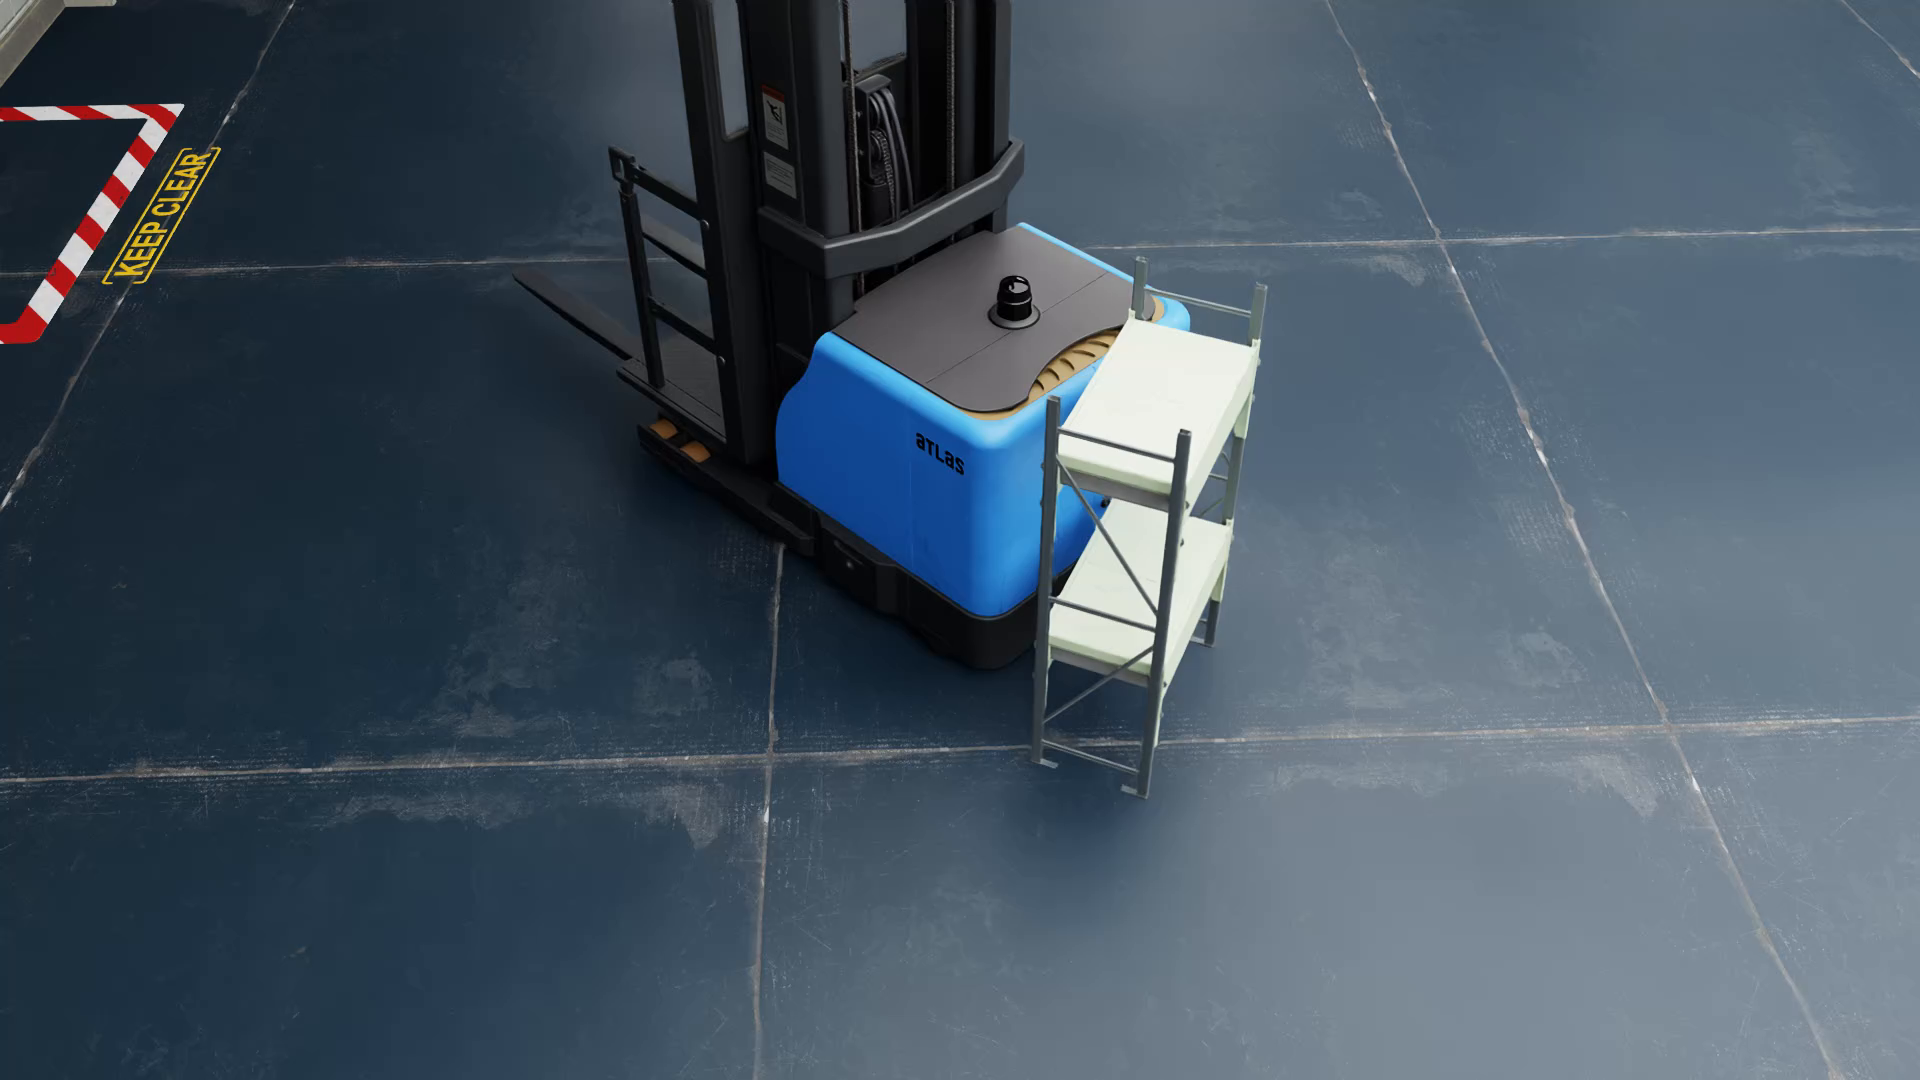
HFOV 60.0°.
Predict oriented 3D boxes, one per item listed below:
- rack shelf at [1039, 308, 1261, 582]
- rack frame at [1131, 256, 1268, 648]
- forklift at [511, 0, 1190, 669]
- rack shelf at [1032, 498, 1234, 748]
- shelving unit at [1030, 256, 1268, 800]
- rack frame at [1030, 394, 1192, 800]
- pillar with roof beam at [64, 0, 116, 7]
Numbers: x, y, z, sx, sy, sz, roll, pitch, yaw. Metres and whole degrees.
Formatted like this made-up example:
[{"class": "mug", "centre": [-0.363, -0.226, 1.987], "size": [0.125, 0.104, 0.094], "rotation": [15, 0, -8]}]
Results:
[{"class": "rack shelf", "centre": [0.564, -0.293, 4.882], "size": [0.431, 0.370, 0.720], "rotation": [16, 45, 17]}, {"class": "rack frame", "centre": [0.708, -0.232, 5.394], "size": [0.400, 1.500, 0.023], "rotation": [16, 45, 17]}, {"class": "forklift", "centre": [-0.624, -1.524, 5.744], "size": [3.031, 2.935, 1.130], "rotation": [33, 52, 31]}, {"class": "rack shelf", "centre": [0.564, 0.235, 5.366], "size": [0.431, 0.370, 0.720], "rotation": [16, 45, 17]}, {"class": "shelving unit", "centre": [0.564, -0.005, 5.146], "size": [0.431, 1.500, 0.755], "rotation": [16, 45, 17]}, {"class": "rack frame", "centre": [0.419, 0.222, 4.898], "size": [0.400, 1.500, 0.023], "rotation": [16, 45, 17]}, {"class": "pillar with roof beam", "centre": [-0.761, -6.662, 6.859], "size": [9.100, 9.000, 0.400], "rotation": [-2, 43, -2]}]
